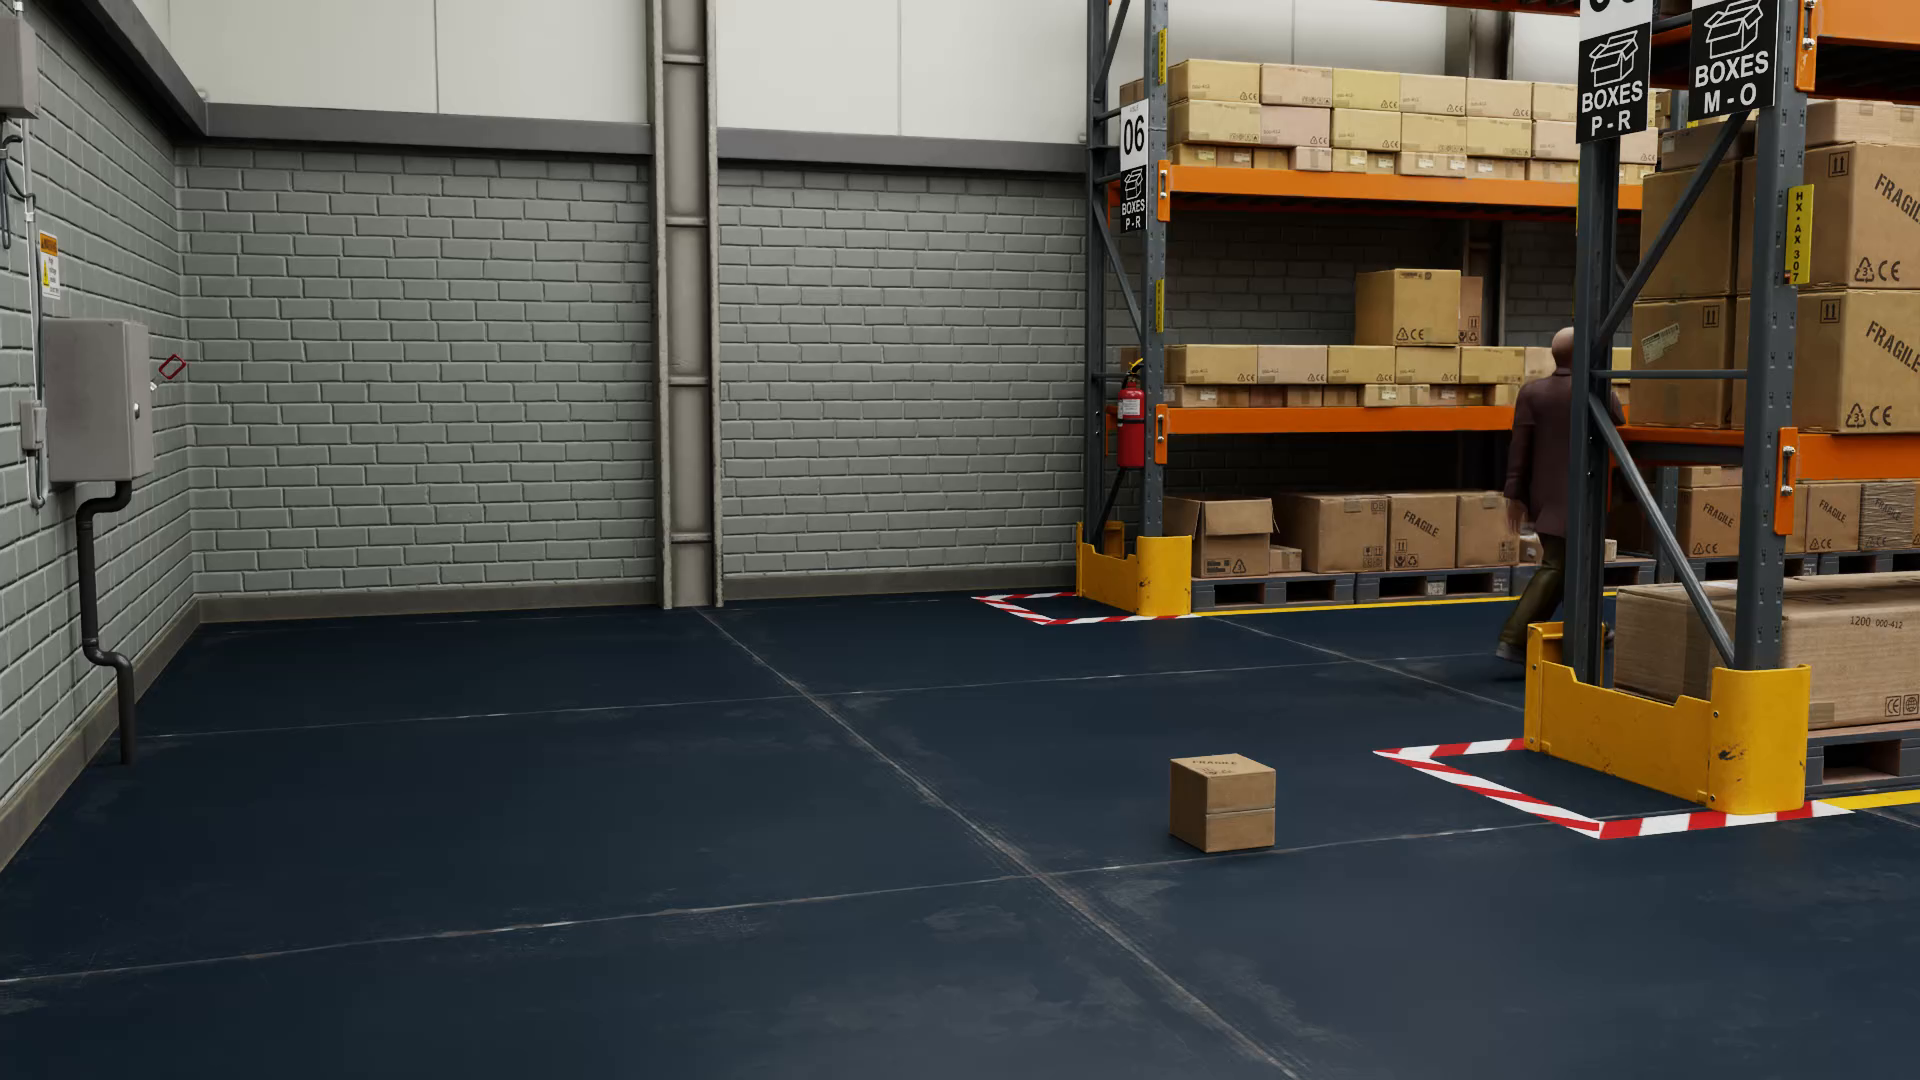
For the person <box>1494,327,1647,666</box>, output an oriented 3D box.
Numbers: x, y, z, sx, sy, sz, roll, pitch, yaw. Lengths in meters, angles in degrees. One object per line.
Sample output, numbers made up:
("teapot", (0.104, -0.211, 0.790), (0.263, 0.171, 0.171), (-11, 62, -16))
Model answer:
("person", (3.134, -0.214, 8.449), (1.149, 1.726, 0.602), (-4, 7, -33))
